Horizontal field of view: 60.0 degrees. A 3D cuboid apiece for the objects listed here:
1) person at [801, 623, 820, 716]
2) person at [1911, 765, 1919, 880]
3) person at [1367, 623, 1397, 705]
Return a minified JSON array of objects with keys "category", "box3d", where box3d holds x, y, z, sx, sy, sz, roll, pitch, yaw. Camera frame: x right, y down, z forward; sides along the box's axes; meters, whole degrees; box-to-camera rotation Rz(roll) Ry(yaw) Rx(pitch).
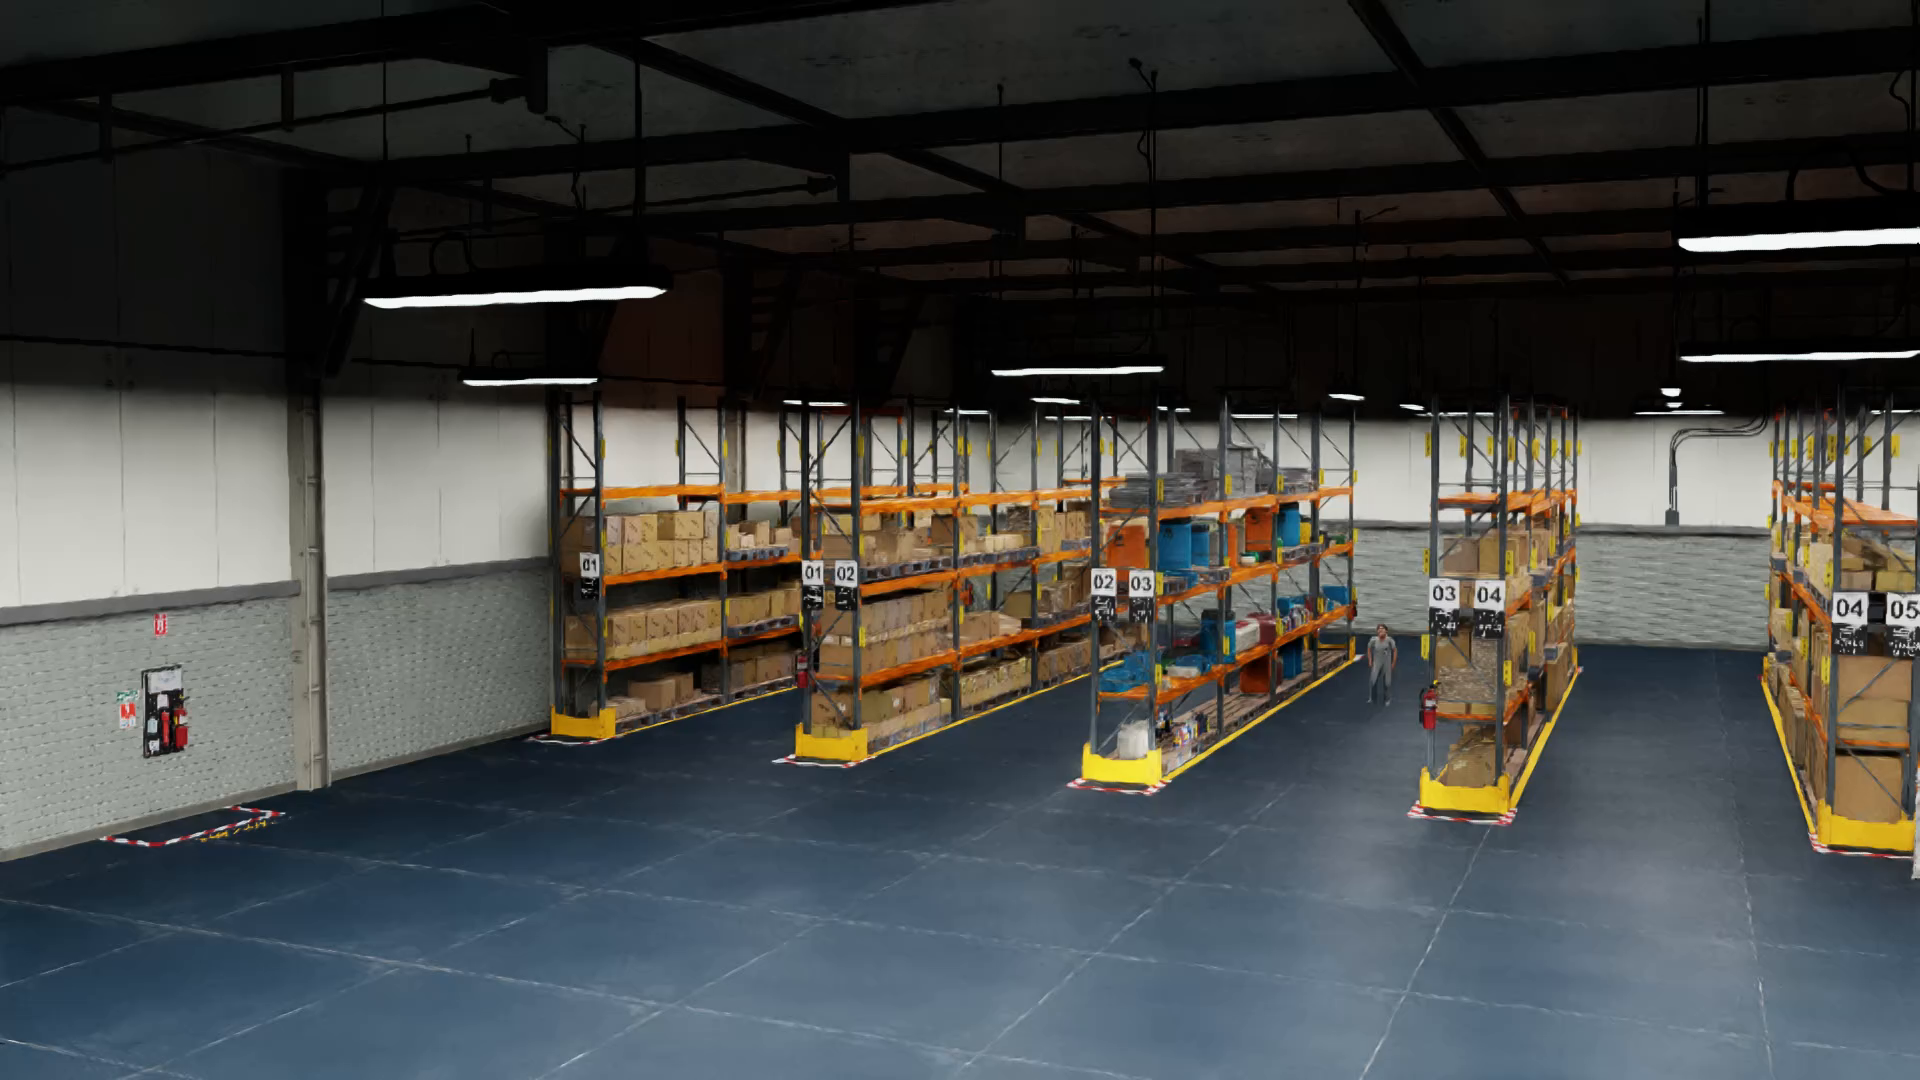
[{"category":"person","box3d":[-2.745,2.412,31.025,0.450,1.727,0.584,0,3,-6]},{"category":"person","box3d":[11.345,3.120,19.289,0.479,1.594,0.994,2,4,33]},{"category":"person","box3d":[8.209,2.413,32.346,0.580,1.619,0.507,1,3,21]}]
